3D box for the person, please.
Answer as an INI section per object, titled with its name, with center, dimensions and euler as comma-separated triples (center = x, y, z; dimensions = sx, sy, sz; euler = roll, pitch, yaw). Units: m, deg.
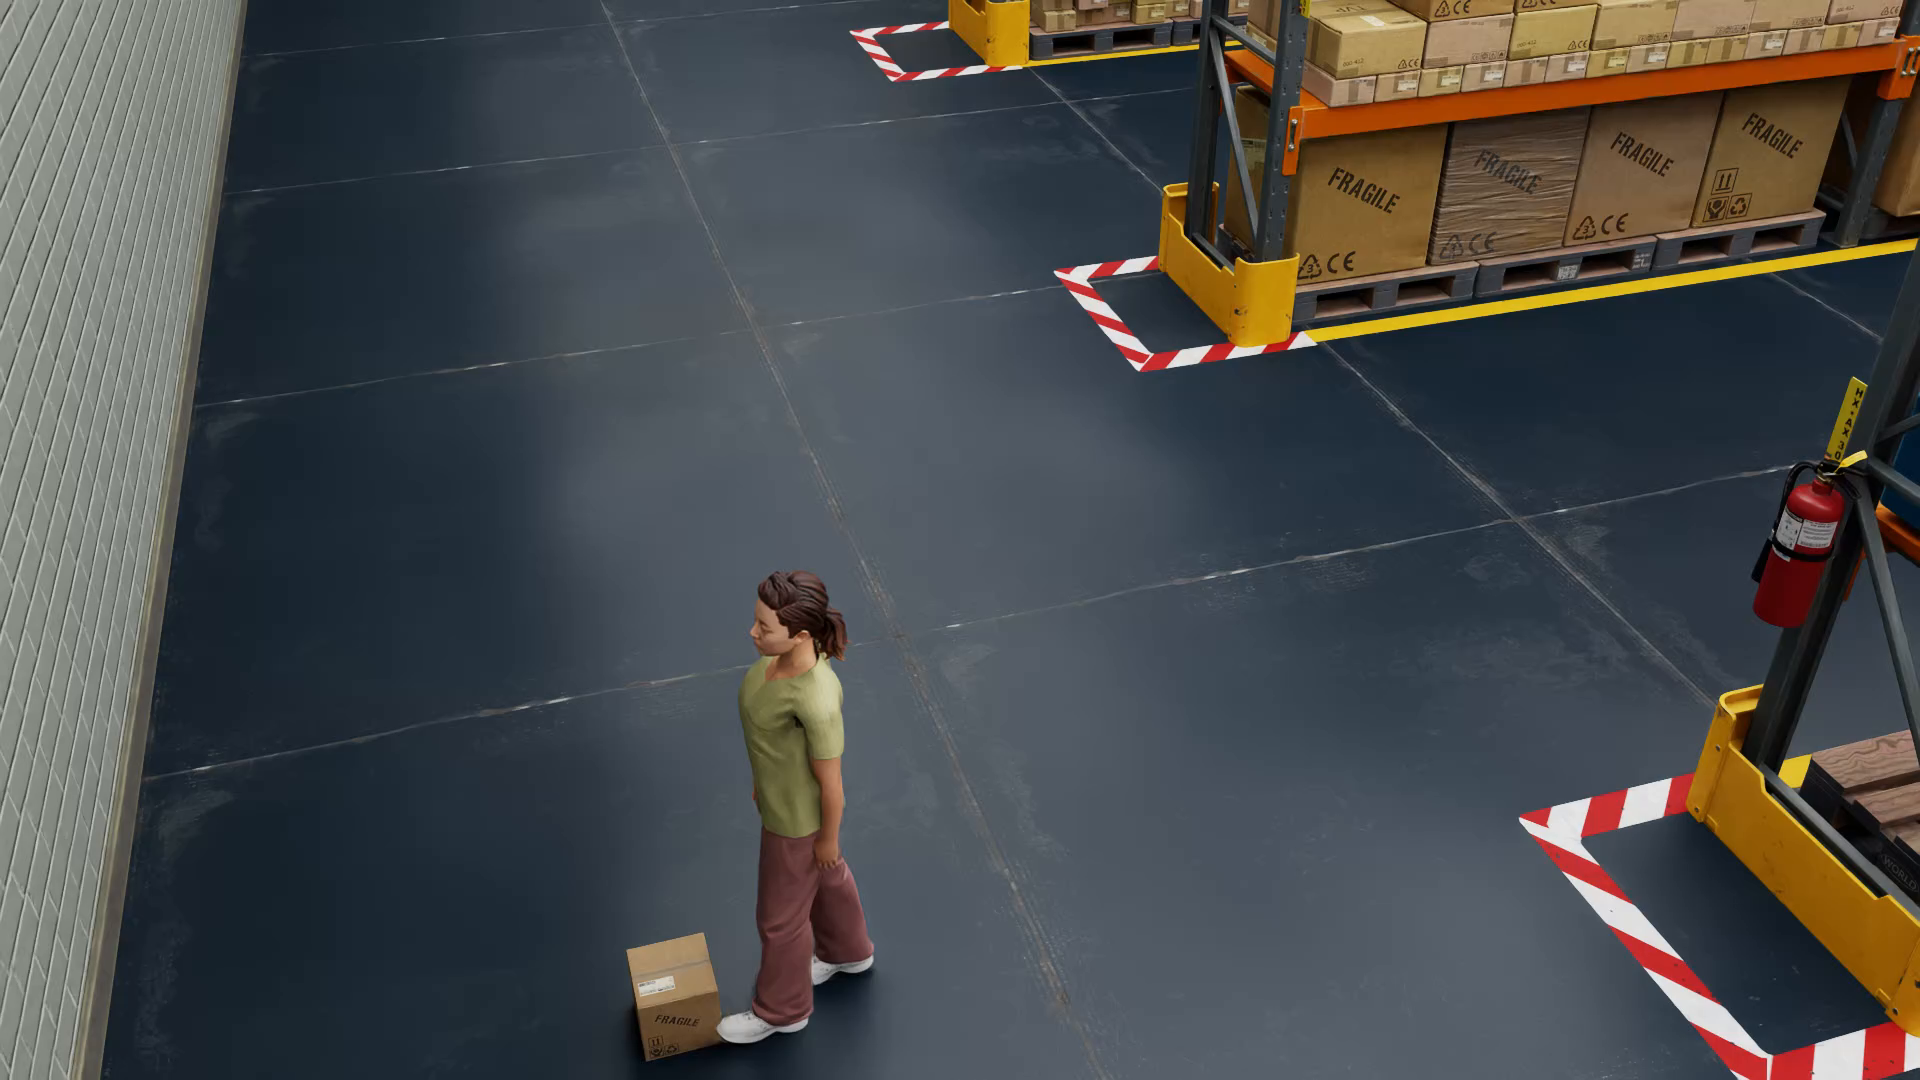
[person]
center = -0.535, 0.798, 4.969
dimensions = 0.554, 1.666, 0.447
euler = -9, 35, -13
